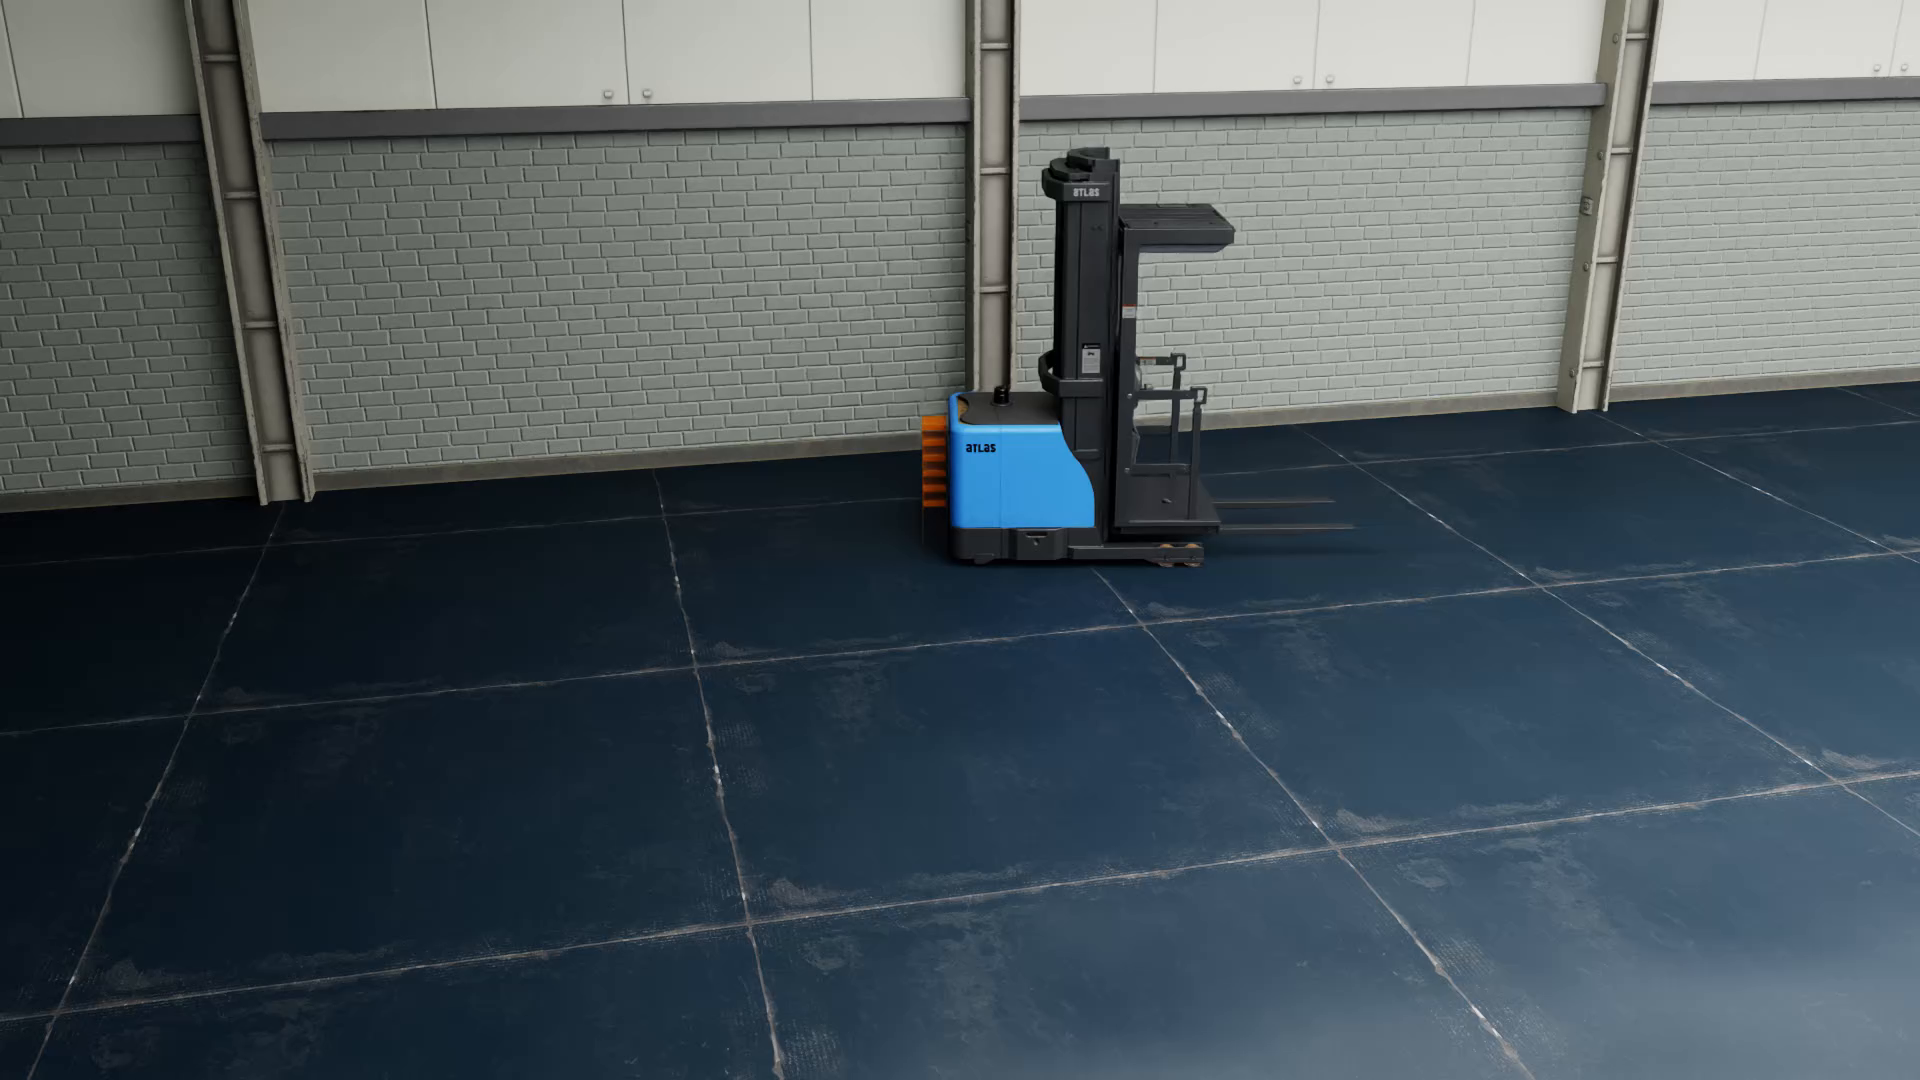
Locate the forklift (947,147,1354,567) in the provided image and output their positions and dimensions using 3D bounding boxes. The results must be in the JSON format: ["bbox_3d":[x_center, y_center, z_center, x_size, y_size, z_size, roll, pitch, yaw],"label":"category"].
[{"bbox_3d":[1.423,-1.359,12.264,3.031,2.935,1.130,0,20,-1],"label":"forklift"}]

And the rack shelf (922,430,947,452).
[{"bbox_3d":[-0.194,-0.744,12.533,0.180,0.103,0.258,0,20,-1],"label":"rack shelf"}]

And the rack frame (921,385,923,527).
[{"bbox_3d":[-0.285,-0.560,12.599,0.006,1.200,0.240,0,20,-1],"label":"rack frame"}]

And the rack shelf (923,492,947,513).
[{"bbox_3d":[-0.194,-0.294,12.699,0.180,0.103,0.258,0,20,-1],"label":"rack shelf"}]

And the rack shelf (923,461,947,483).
[{"bbox_3d":[-0.194,-0.519,12.616,0.180,0.103,0.258,0,20,-1],"label":"rack shelf"}]

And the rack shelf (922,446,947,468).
[{"bbox_3d":[-0.194,-0.632,12.575,0.180,0.103,0.258,0,20,-1],"label":"rack shelf"}]

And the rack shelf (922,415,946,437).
[{"bbox_3d":[-0.194,-0.857,12.492,0.180,0.103,0.258,0,20,-1],"label":"rack shelf"}]

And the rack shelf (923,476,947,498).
[{"bbox_3d":[-0.194,-0.406,12.657,0.180,0.103,0.258,0,20,-1],"label":"rack shelf"}]

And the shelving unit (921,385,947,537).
[{"bbox_3d":[-0.194,-0.561,12.601,0.189,1.200,0.258,0,20,-1],"label":"shelving unit"}]

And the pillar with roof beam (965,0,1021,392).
[{"bbox_3d":[1.263,-3.611,9.590,0.400,9.000,9.100,-5,21,-12],"label":"pillar with roof beam"}]

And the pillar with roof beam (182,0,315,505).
[{"bbox_3d":[-4.576,-3.136,8.293,0.400,9.000,9.100,-5,21,-12],"label":"pillar with roof beam"}]

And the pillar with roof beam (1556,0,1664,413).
[{"bbox_3d":[7.102,-4.086,10.886,0.400,9.000,9.100,-5,21,-12],"label":"pillar with roof beam"}]
